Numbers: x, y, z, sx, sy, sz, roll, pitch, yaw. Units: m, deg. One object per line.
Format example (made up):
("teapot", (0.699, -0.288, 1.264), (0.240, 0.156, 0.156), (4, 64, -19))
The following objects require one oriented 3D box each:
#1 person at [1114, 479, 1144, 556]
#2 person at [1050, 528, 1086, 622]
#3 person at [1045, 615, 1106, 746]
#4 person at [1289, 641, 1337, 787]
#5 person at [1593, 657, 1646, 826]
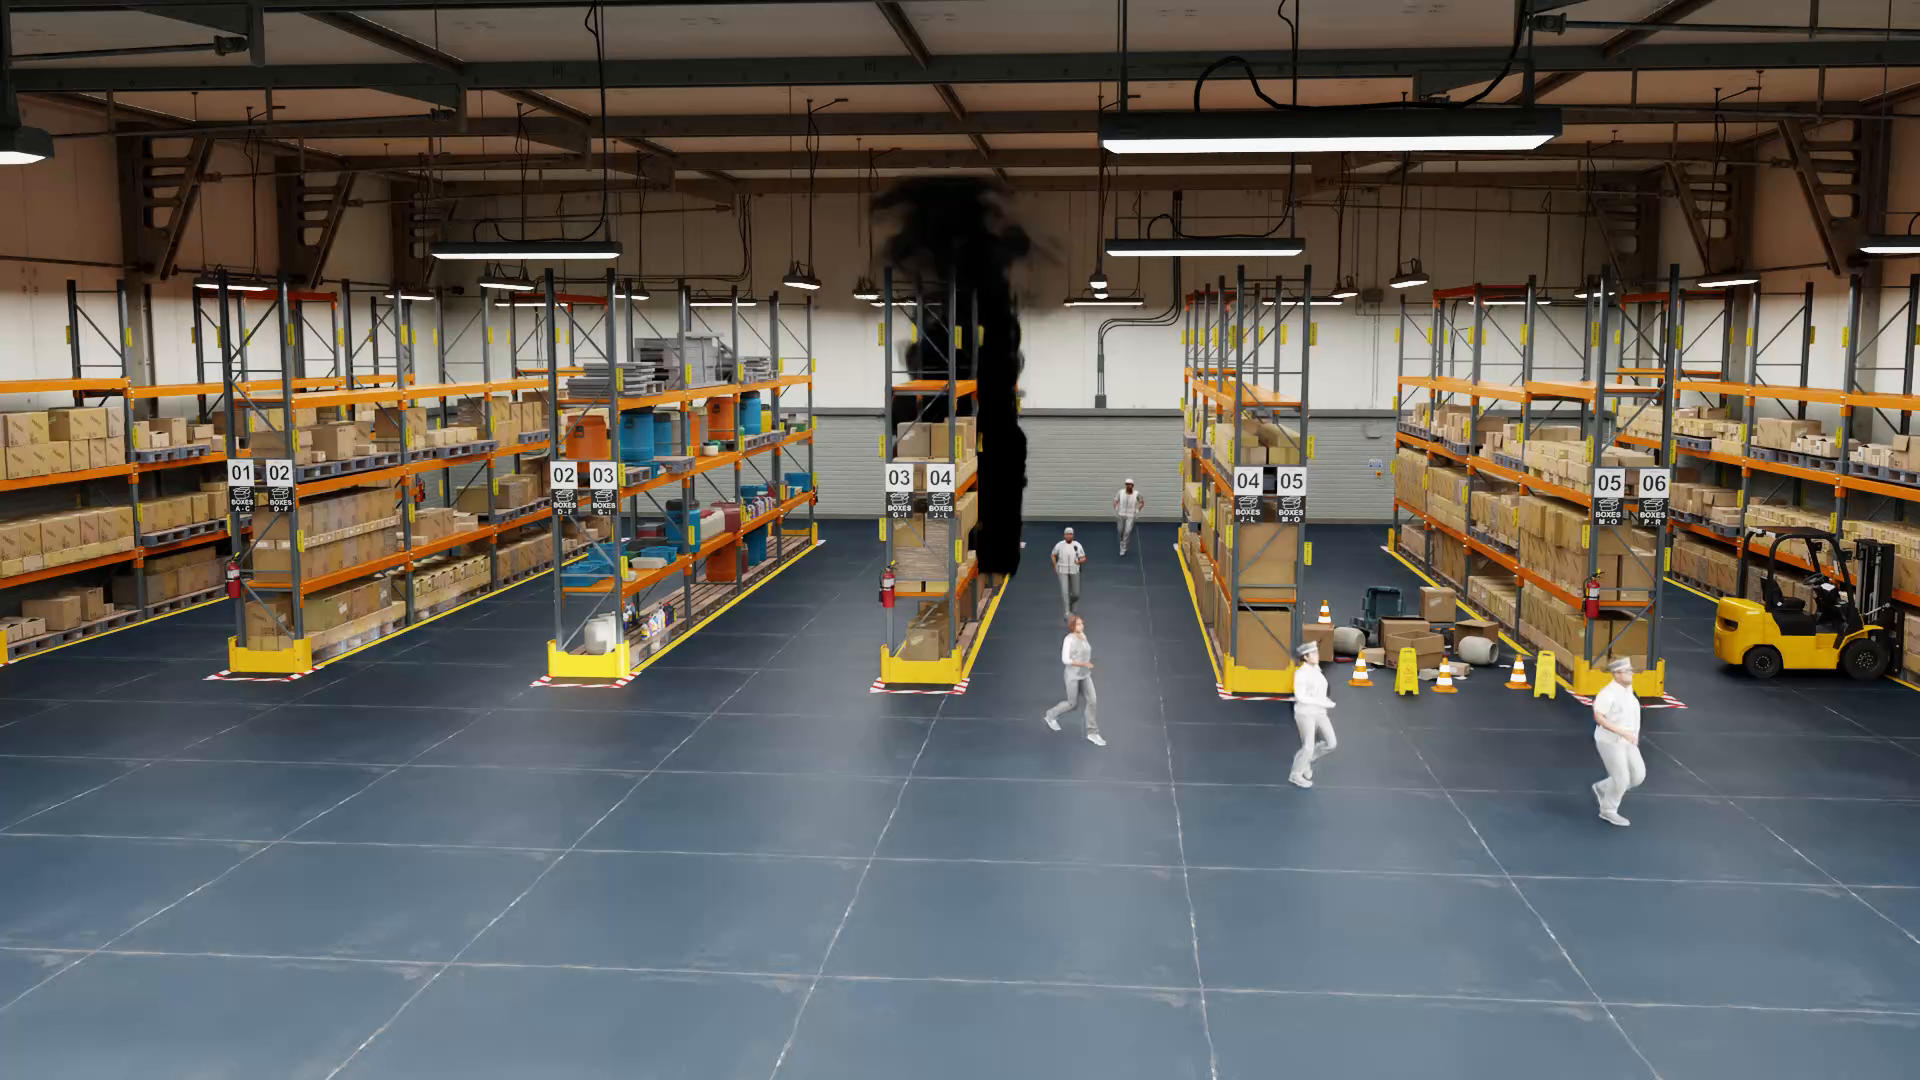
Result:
("person", (3.902, -0.545, 38.591), (0.685, 1.767, 0.819), (2, 7, 15))
("person", (1.931, 0.593, 29.642), (0.620, 1.635, 0.843), (0, 7, -2))
("person", (1.450, 1.716, 20.673), (0.884, 1.594, 0.553), (6, 9, 42))
("person", (3.944, 1.937, 18.495), (0.569, 1.660, 0.596), (7, 10, 44))
("person", (6.799, 2.064, 17.151), (0.669, 1.750, 0.534), (-6, 9, -40))
